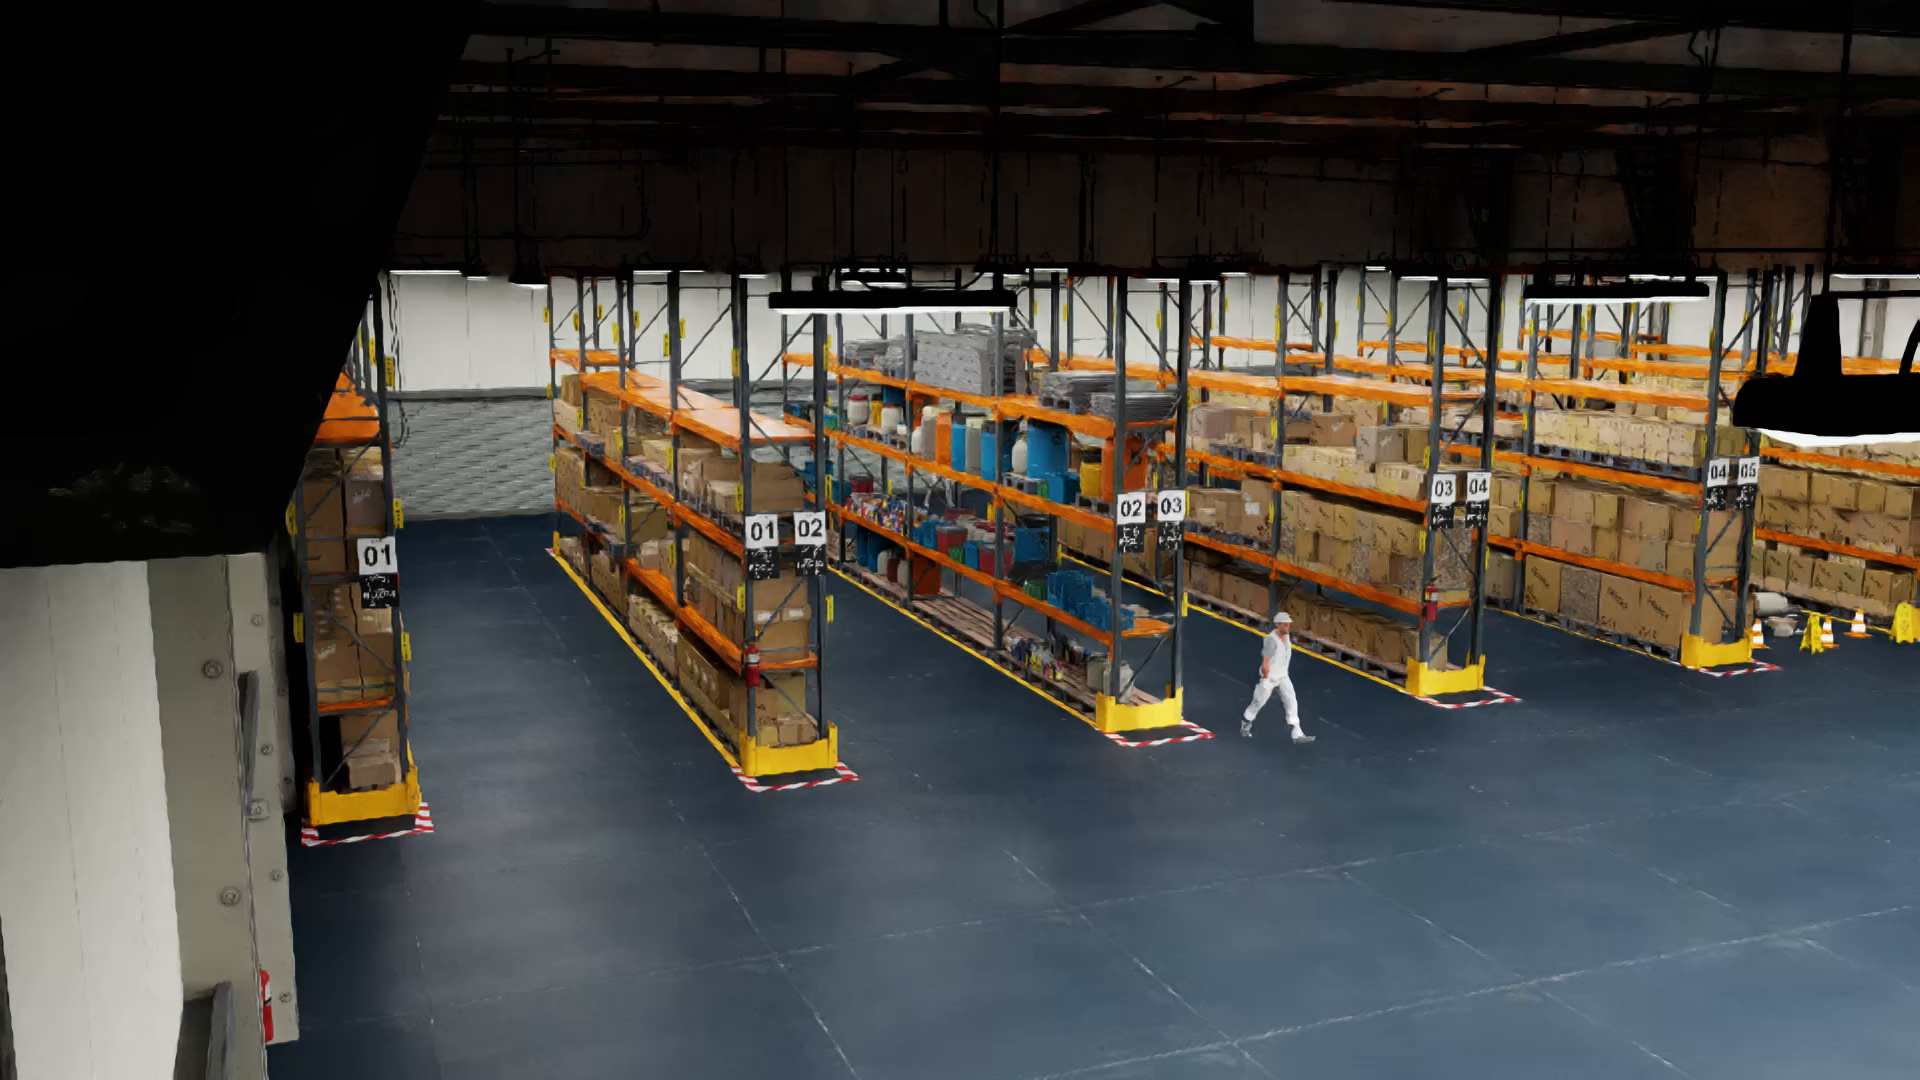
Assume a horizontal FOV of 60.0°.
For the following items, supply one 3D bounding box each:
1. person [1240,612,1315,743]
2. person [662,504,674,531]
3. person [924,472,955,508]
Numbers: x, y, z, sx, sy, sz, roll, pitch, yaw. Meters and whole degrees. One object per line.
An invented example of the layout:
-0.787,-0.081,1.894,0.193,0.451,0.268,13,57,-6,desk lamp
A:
4.103,1.771,21.523,0.596,1.746,0.969,-9,14,-43,person
-5.820,-0.379,33.799,0.550,1.709,1.128,-4,11,-23,person
-0.502,-1.606,41.175,0.530,1.621,0.933,-10,14,-43,person
